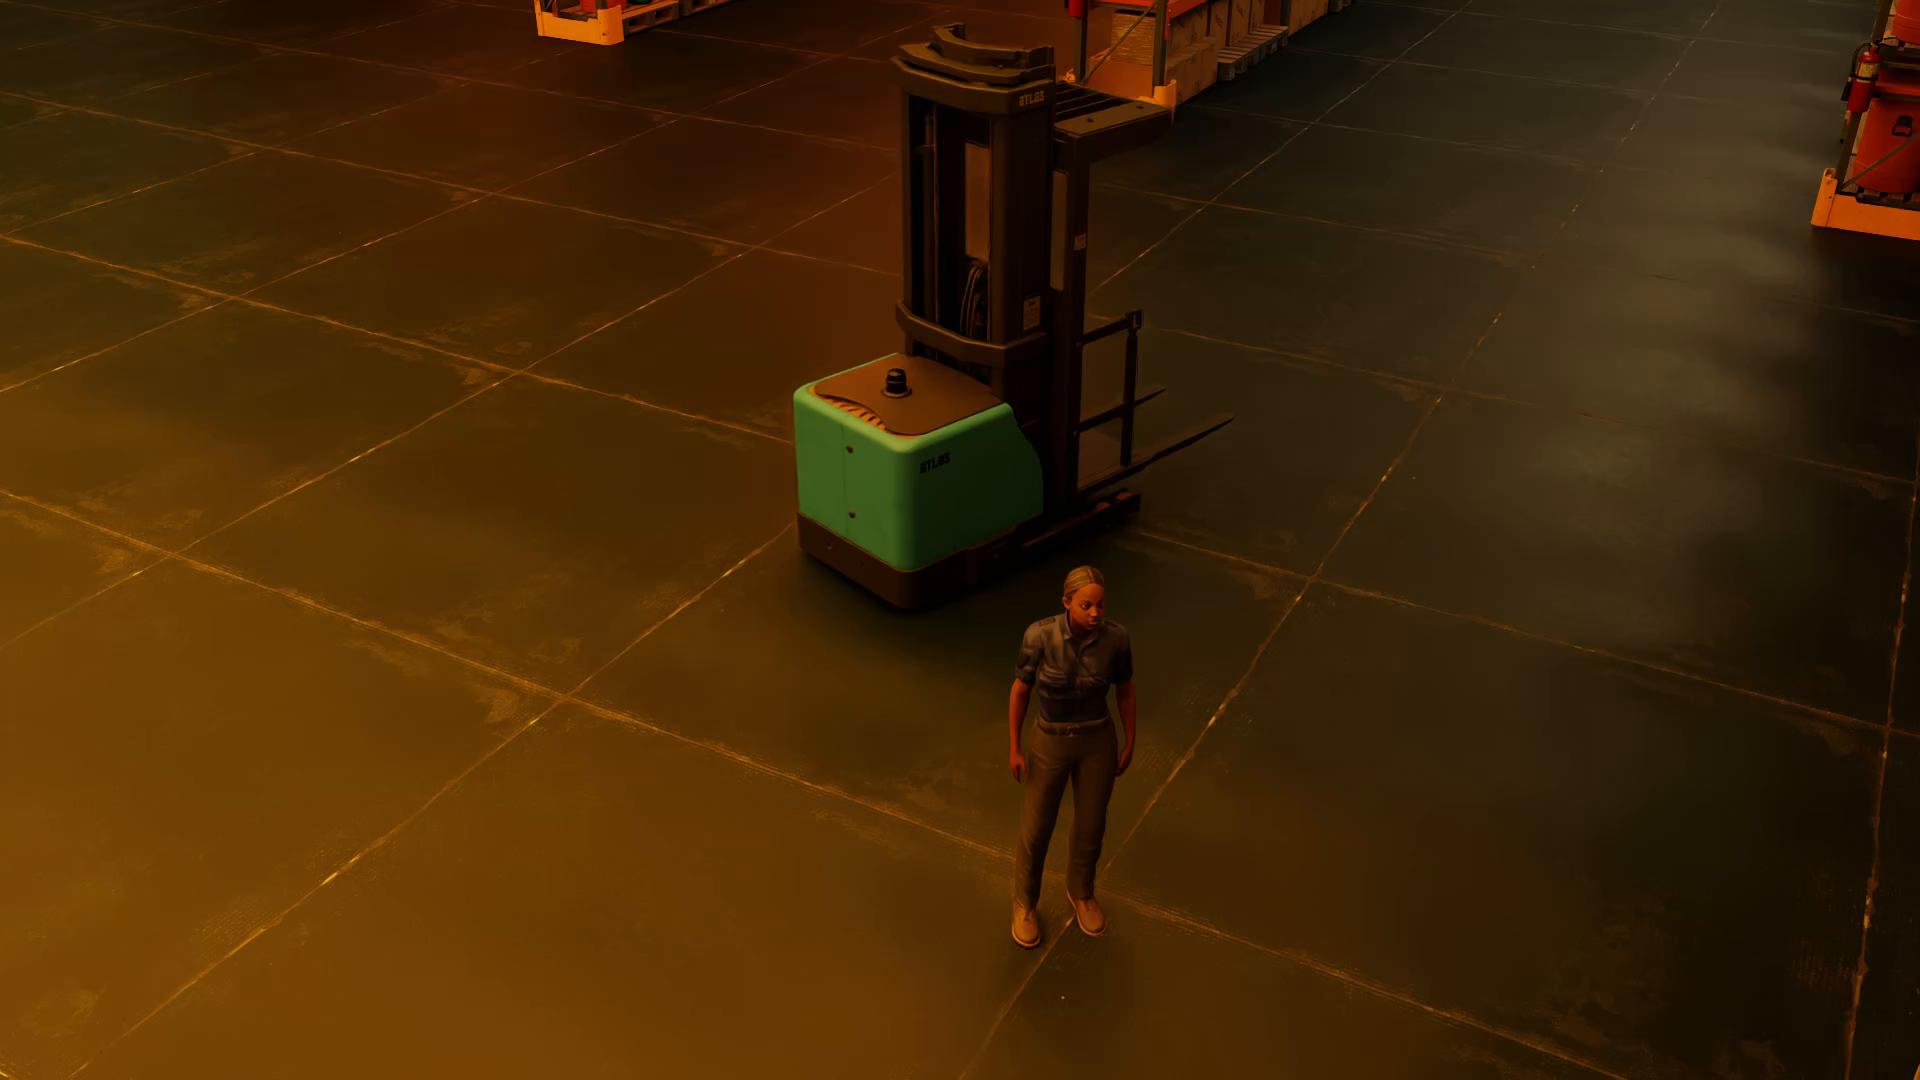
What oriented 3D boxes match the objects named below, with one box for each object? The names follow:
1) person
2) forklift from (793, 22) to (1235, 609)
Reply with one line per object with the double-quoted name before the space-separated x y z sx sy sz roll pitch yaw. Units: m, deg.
"person" 0.469 0.891 6.812 0.537 1.669 0.456 -3 30 -6
"forklift" 0.472 -1.508 9.683 3.031 2.935 1.130 -24 38 -36
